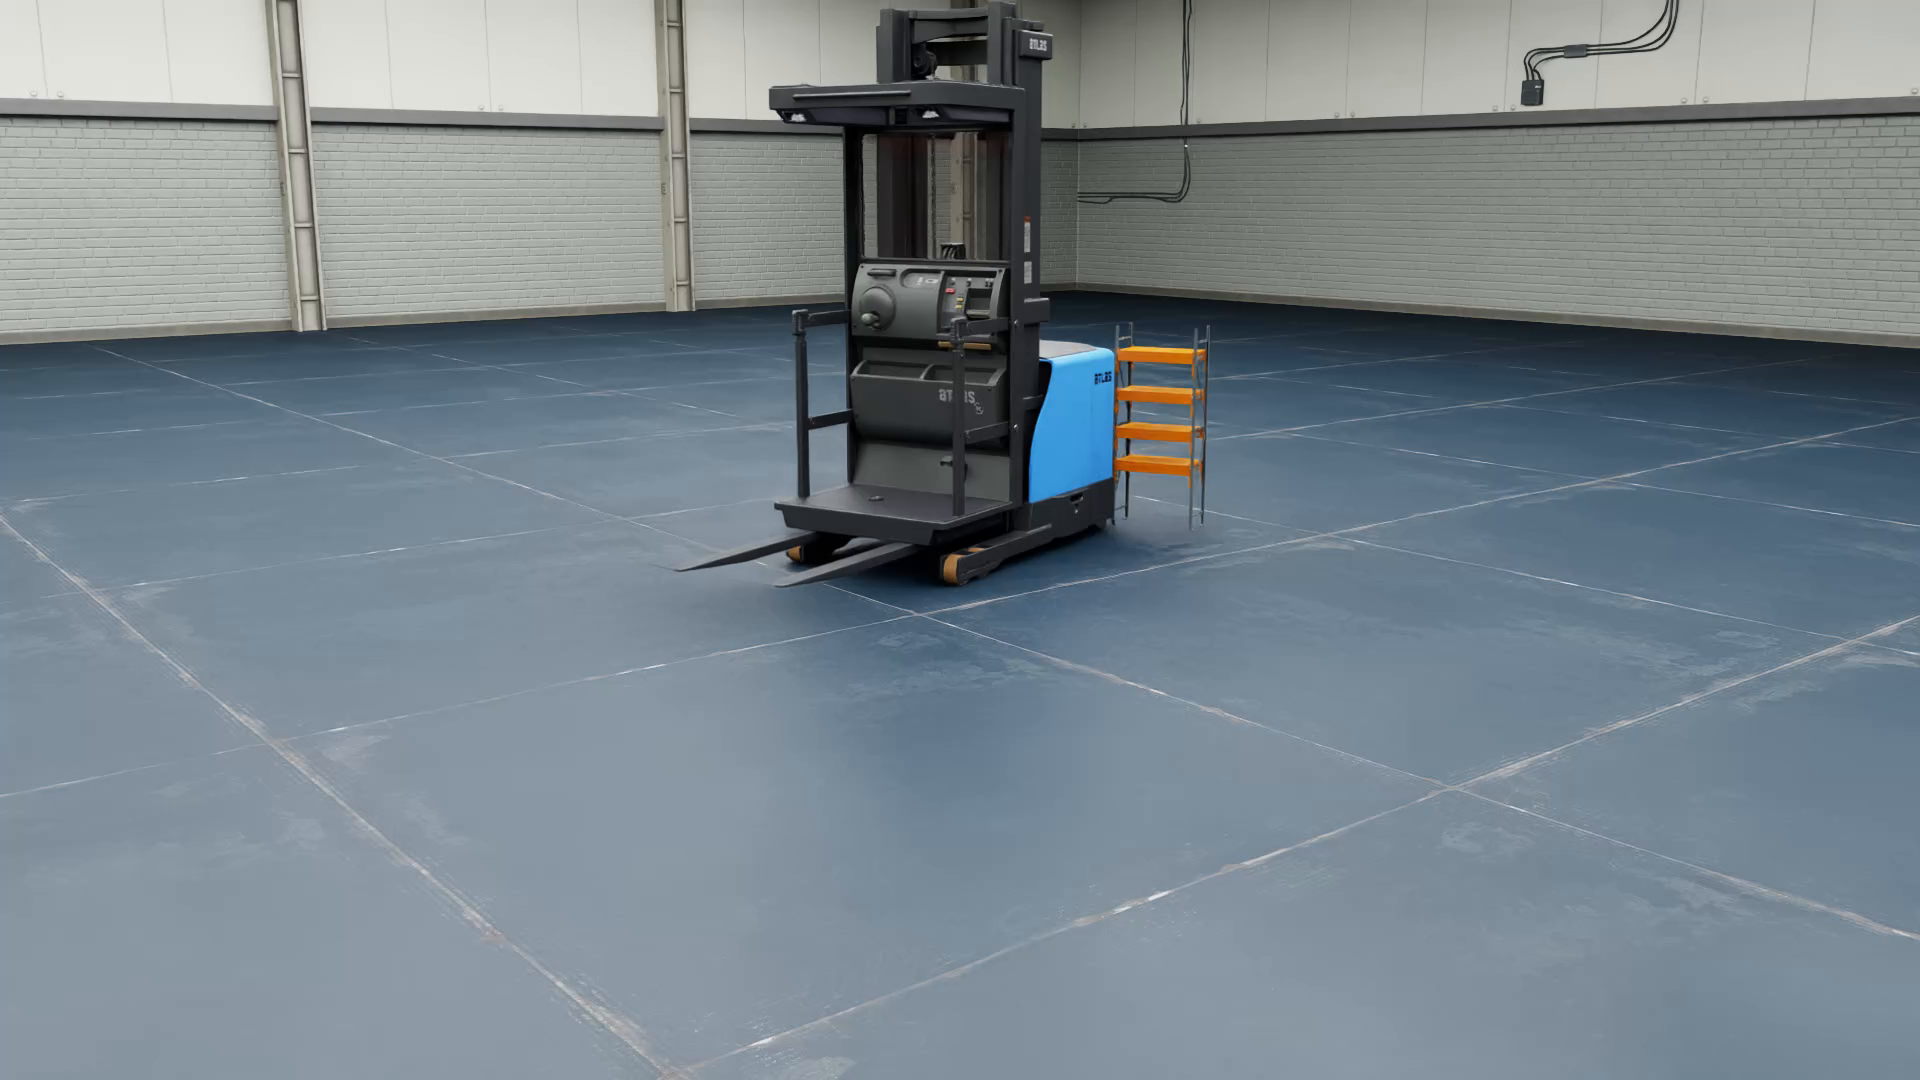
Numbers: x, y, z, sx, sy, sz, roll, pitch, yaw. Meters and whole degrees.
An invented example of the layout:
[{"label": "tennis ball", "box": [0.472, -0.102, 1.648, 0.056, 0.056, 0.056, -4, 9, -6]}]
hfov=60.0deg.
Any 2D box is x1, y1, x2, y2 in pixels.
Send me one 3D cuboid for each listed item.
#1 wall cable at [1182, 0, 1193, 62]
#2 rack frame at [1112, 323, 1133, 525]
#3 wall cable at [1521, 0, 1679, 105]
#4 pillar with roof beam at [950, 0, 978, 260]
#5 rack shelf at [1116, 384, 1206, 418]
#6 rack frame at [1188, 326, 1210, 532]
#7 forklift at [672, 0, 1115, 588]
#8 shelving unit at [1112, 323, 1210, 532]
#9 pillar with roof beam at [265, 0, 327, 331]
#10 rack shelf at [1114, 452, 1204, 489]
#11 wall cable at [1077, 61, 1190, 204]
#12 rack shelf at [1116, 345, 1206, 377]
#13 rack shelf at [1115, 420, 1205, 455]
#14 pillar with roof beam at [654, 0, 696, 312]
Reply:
[{"label": "wall cable", "box": [4.889, -9.643, 28.691, 0.112, 2.526, 3.097, -9, 15, -38]}, {"label": "rack frame", "box": [0.980, -0.702, 10.047, 0.015, 1.200, 0.240, 6, 13, 26]}, {"label": "wall cable", "box": [9.117, -9.252, 23.346, 0.169, 6.003, 2.305, -9, 15, -38]}, {"label": "pillar with roof beam", "box": [2.762, -8.264, 26.881, 0.400, 9.000, 9.100, -9, 15, -38]}, {"label": "rack shelf", "box": [1.198, -0.832, 9.906, 0.480, 0.148, 0.258, 6, 13, 26]}, {"label": "rack frame", "box": [1.415, -0.656, 9.831, 0.015, 1.200, 0.240, 6, 13, 26]}, {"label": "forklift", "box": [-0.286, -1.308, 8.730, 1.130, 2.935, 3.031, 7, 14, 31]}, {"label": "shelving unit", "box": [1.198, -0.679, 9.939, 0.503, 1.200, 0.258, 6, 13, 26]}, {"label": "pillar with roof beam", "box": [-6.608, -6.707, 19.548, 0.400, 9.000, 9.100, -9, 15, -38]}, {"label": "rack shelf", "box": [1.198, -0.419, 9.994, 0.480, 0.148, 0.258, 6, 13, 26]}, {"label": "wall cable", "box": [3.199, -7.611, 31.282, 0.112, 2.526, 3.097, -9, 15, -38]}, {"label": "rack shelf", "box": [1.198, -1.064, 9.857, 0.480, 0.148, 0.258, 6, 13, 26]}, {"label": "rack shelf", "box": [1.198, -0.613, 9.953, 0.480, 0.148, 0.258, 6, 13, 26]}, {"label": "pillar with roof beam", "box": [-1.923, -7.485, 23.215, 0.400, 9.000, 9.100, -9, 15, -38]}]
